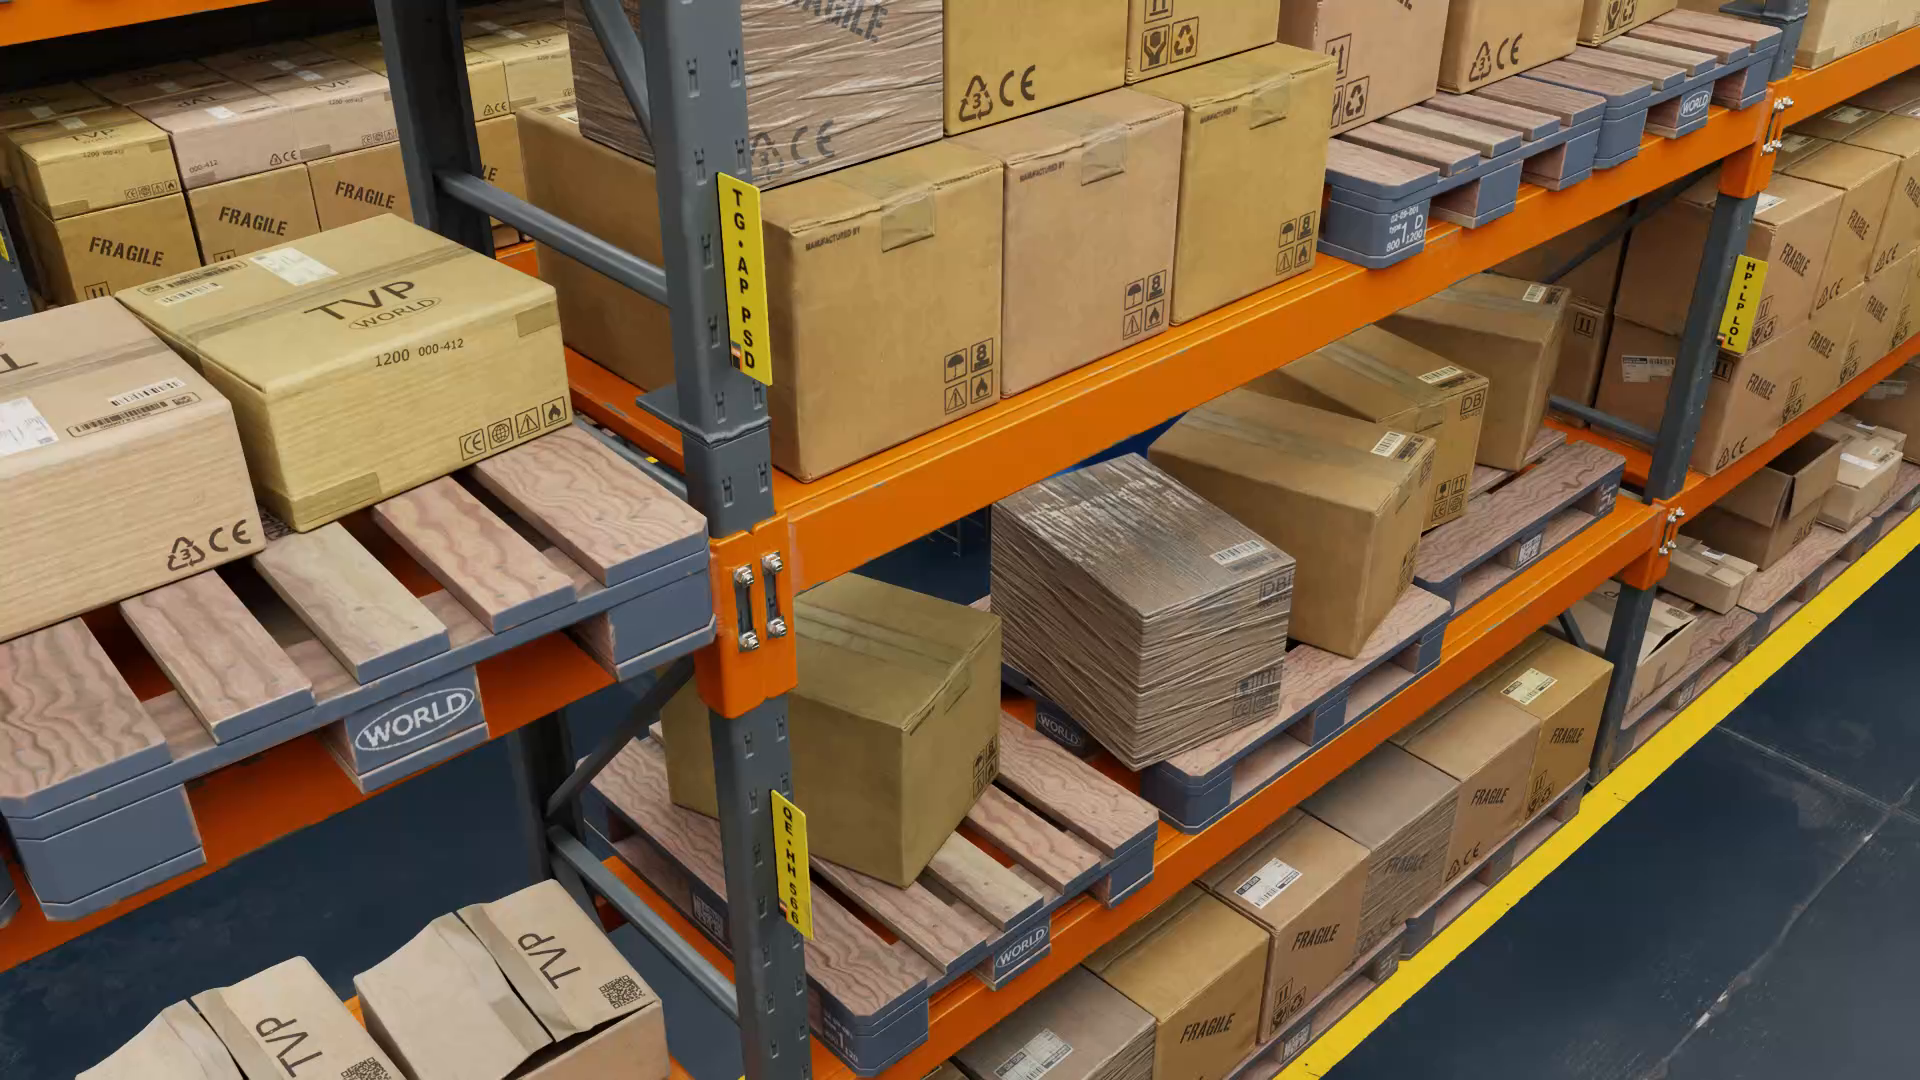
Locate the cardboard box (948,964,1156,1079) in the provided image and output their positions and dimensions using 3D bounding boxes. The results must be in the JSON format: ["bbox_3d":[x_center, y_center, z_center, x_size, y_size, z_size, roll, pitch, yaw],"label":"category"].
[{"bbox_3d":[0.203,1.556,4.805,0.500,0.500,0.500,-27,41,-37],"label":"cardboard box"}]

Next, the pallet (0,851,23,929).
[{"bbox_3d":[-1.960,0.391,2.042,1.213,0.211,1.003,-24,39,-33],"label":"pallet"}]

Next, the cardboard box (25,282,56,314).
[{"bbox_3d":[-4.011,-1.092,7.381,0.250,0.149,0.380,-25,39,-35],"label":"cardboard box"}]

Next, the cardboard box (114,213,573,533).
[{"bbox_3d":[-0.999,-0.295,2.724,0.500,0.250,0.500,26,40,35],"label":"cardboard box"}]

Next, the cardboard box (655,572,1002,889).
[{"bbox_3d":[-0.320,0.429,4.175,0.700,0.500,0.500,15,35,23],"label":"cardboard box"}]

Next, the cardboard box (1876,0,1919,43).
[{"bbox_3d":[3.122,-1.971,5.867,0.500,0.250,0.500,-26,40,-35],"label":"cardboard box"}]

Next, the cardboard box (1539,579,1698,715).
[{"bbox_3d":[2.683,0.391,6.890,0.500,0.311,0.500,-26,40,-35],"label":"cardboard box"}]

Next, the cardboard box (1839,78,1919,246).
[{"bbox_3d":[3.898,-1.579,6.903,0.500,0.500,0.500,-24,39,-34],"label":"cardboard box"}]

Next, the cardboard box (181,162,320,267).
[{"bbox_3d":[-3.155,-1.411,7.283,0.500,0.500,0.500,-24,39,-34],"label":"cardboard box"}]

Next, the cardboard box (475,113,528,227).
[{"bbox_3d":[-2.414,-1.775,7.877,0.500,0.500,0.500,-25,39,-34],"label":"cardboard box"}]

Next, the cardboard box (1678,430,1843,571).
[{"bbox_3d":[3.602,-0.293,7.825,0.637,0.503,0.797,-26,40,-35],"label":"cardboard box"}]

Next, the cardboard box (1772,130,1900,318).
[{"bbox_3d":[3.143,-1.214,6.305,0.500,0.500,0.500,-27,41,-37],"label":"cardboard box"}]

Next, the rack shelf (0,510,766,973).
[{"bbox_3d":[-2.171,0.654,2.120,4.000,0.370,1.077,-26,40,-35],"label":"rack shelf"}]

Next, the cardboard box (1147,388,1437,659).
[{"bbox_3d":[0.975,-0.073,4.996,0.700,0.500,0.500,18,36,27],"label":"cardboard box"}]

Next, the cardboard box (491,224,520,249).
[{"bbox_3d":[-2.362,-1.545,8.123,0.250,0.149,0.380,-24,39,-34],"label":"cardboard box"}]

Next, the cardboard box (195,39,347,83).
[{"bbox_3d":[-3.159,-2.098,7.686,0.500,0.250,0.500,-27,41,-37],"label":"cardboard box"}]

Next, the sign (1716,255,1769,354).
[{"bbox_3d":[2.608,-0.785,5.548,0.005,0.325,0.100,-26,40,-35],"label":"sign"}]

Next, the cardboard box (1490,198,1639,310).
[{"bbox_3d":[2.423,-1.249,6.364,0.500,0.500,0.500,-26,40,-35],"label":"cardboard box"}]

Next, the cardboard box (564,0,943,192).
[{"bbox_3d":[-0.381,-0.984,3.055,0.500,0.500,0.500,-26,40,-35],"label":"cardboard box"}]

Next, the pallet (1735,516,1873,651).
[{"bbox_3d":[3.627,0.010,8.032,1.213,0.211,1.003,-26,40,-35],"label":"pallet"}]

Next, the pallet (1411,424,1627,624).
[{"bbox_3d":[1.568,-0.178,5.850,1.213,0.211,1.003,-26,40,-35],"label":"pallet"}]

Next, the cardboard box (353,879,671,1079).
[{"bbox_3d":[-1.001,1.067,3.715,0.500,0.311,0.500,-23,38,-33],"label":"cardboard box"}]

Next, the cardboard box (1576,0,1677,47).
[{"bbox_3d":[1.809,-1.896,5.005,0.600,0.600,0.600,25,39,35],"label":"cardboard box"}]

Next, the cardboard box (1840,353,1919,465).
[{"bbox_3d":[4.930,-0.755,8.583,0.500,0.500,0.500,-26,40,-35],"label":"cardboard box"}]

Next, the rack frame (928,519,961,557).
[{"bbox_3d":[-0.078,-0.474,7.876,0.006,1.200,0.240,-26,40,-35],"label":"rack frame"}]

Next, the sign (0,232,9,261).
[{"bbox_3d":[-3.700,-1.233,6.357,0.005,0.325,0.100,-26,40,-35],"label":"sign"}]

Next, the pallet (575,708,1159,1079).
[{"bbox_3d":[-0.256,0.732,4.362,1.003,0.211,1.213,-26,40,-35],"label":"pallet"}]

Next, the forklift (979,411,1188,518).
[{"bbox_3d":[1.336,-1.793,8.373,3.031,2.935,1.130,-23,38,-33],"label":"forklift"}]

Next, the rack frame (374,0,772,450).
[{"bbox_3d":[-0.705,-1.642,2.310,0.127,3.000,1.000,-26,40,-35],"label":"rack frame"}]

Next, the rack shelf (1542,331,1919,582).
[{"bbox_3d":[3.695,-0.904,7.543,4.000,0.370,1.077,-26,40,-35],"label":"rack shelf"}]

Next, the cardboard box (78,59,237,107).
[{"bbox_3d":[-3.537,-1.917,7.391,0.500,0.250,0.500,-27,41,-37],"label":"cardboard box"}]

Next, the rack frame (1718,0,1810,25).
[{"bbox_3d":[2.228,-3.061,4.630,0.127,3.000,1.000,-26,40,-35],"label":"rack frame"}]

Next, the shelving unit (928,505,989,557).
[{"bbox_3d":[-0.011,-0.507,7.929,0.189,1.200,0.258,-26,40,-35],"label":"shelving unit"}]

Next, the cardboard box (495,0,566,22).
[{"bbox_3d":[-2.036,-2.642,8.576,0.500,0.250,0.500,-25,40,-35],"label":"cardboard box"}]

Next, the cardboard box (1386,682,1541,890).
[{"bbox_3d":[1.693,0.834,5.986,0.500,0.500,0.500,-26,40,-35],"label":"cardboard box"}]

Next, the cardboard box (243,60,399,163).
[{"bbox_3d":[-2.810,-1.907,7.374,0.500,0.250,0.500,-26,40,-35],"label":"cardboard box"}]

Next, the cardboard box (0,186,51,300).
[{"bbox_3d":[-3.909,-1.423,7.302,0.500,0.500,0.500,-26,40,-35],"label":"cardboard box"}]

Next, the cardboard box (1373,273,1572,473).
[{"bbox_3d":[1.729,-0.641,5.925,0.700,0.500,0.500,15,35,23],"label":"cardboard box"}]

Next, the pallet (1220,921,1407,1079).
[{"bbox_3d":[0.763,1.426,5.716,1.213,0.211,1.003,-26,40,-35],"label":"pallet"}]

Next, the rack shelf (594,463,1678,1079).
[{"bbox_3d":[0.762,0.514,5.223,4.000,0.370,1.077,-26,40,-35],"label":"rack shelf"}]

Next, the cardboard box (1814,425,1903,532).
[{"bbox_3d":[4.213,-0.323,8.116,0.500,0.250,0.500,-26,40,-35],"label":"cardboard box"}]

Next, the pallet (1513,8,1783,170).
[{"bbox_3d":[1.702,-1.497,5.128,1.003,0.211,1.213,-26,40,-35],"label":"pallet"}]

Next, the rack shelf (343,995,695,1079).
[{"bbox_3d":[-2.171,1.933,2.903,4.000,0.370,1.077,-26,40,-35],"label":"rack shelf"}]

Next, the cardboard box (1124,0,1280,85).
[{"bbox_3d":[0.367,-1.346,3.646,0.500,0.500,0.500,-26,40,-35],"label":"cardboard box"}]

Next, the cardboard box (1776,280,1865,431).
[{"bbox_3d":[3.161,-0.804,6.593,0.500,0.500,0.500,-25,39,-35],"label":"cardboard box"}]

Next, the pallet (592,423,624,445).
[{"bbox_3d":[-2.552,-0.468,8.814,1.213,0.211,1.003,-26,40,-35],"label":"pallet"}]

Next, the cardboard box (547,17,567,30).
[{"bbox_3d":[-1.693,-2.452,8.266,0.500,0.250,0.500,-25,39,-34],"label":"cardboard box"}]

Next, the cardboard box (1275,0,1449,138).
[{"bbox_3d":[0.833,-1.421,4.230,0.600,0.600,0.600,27,41,37],"label":"cardboard box"}]

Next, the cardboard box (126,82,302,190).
[{"bbox_3d":[-3.174,-1.728,7.082,0.500,0.250,0.500,-26,40,-36],"label":"cardboard box"}]

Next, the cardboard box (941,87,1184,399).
[{"bbox_3d":[-0.034,-0.754,3.636,0.500,0.500,0.910,-26,40,-35],"label":"cardboard box"}]

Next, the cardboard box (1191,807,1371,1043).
[{"bbox_3d":[0.954,1.193,5.399,0.500,0.500,0.500,-27,41,-37],"label":"cardboard box"}]

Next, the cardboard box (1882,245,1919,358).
[{"bbox_3d":[3.901,-1.161,7.178,0.500,0.500,0.500,-26,40,-36],"label":"cardboard box"}]
